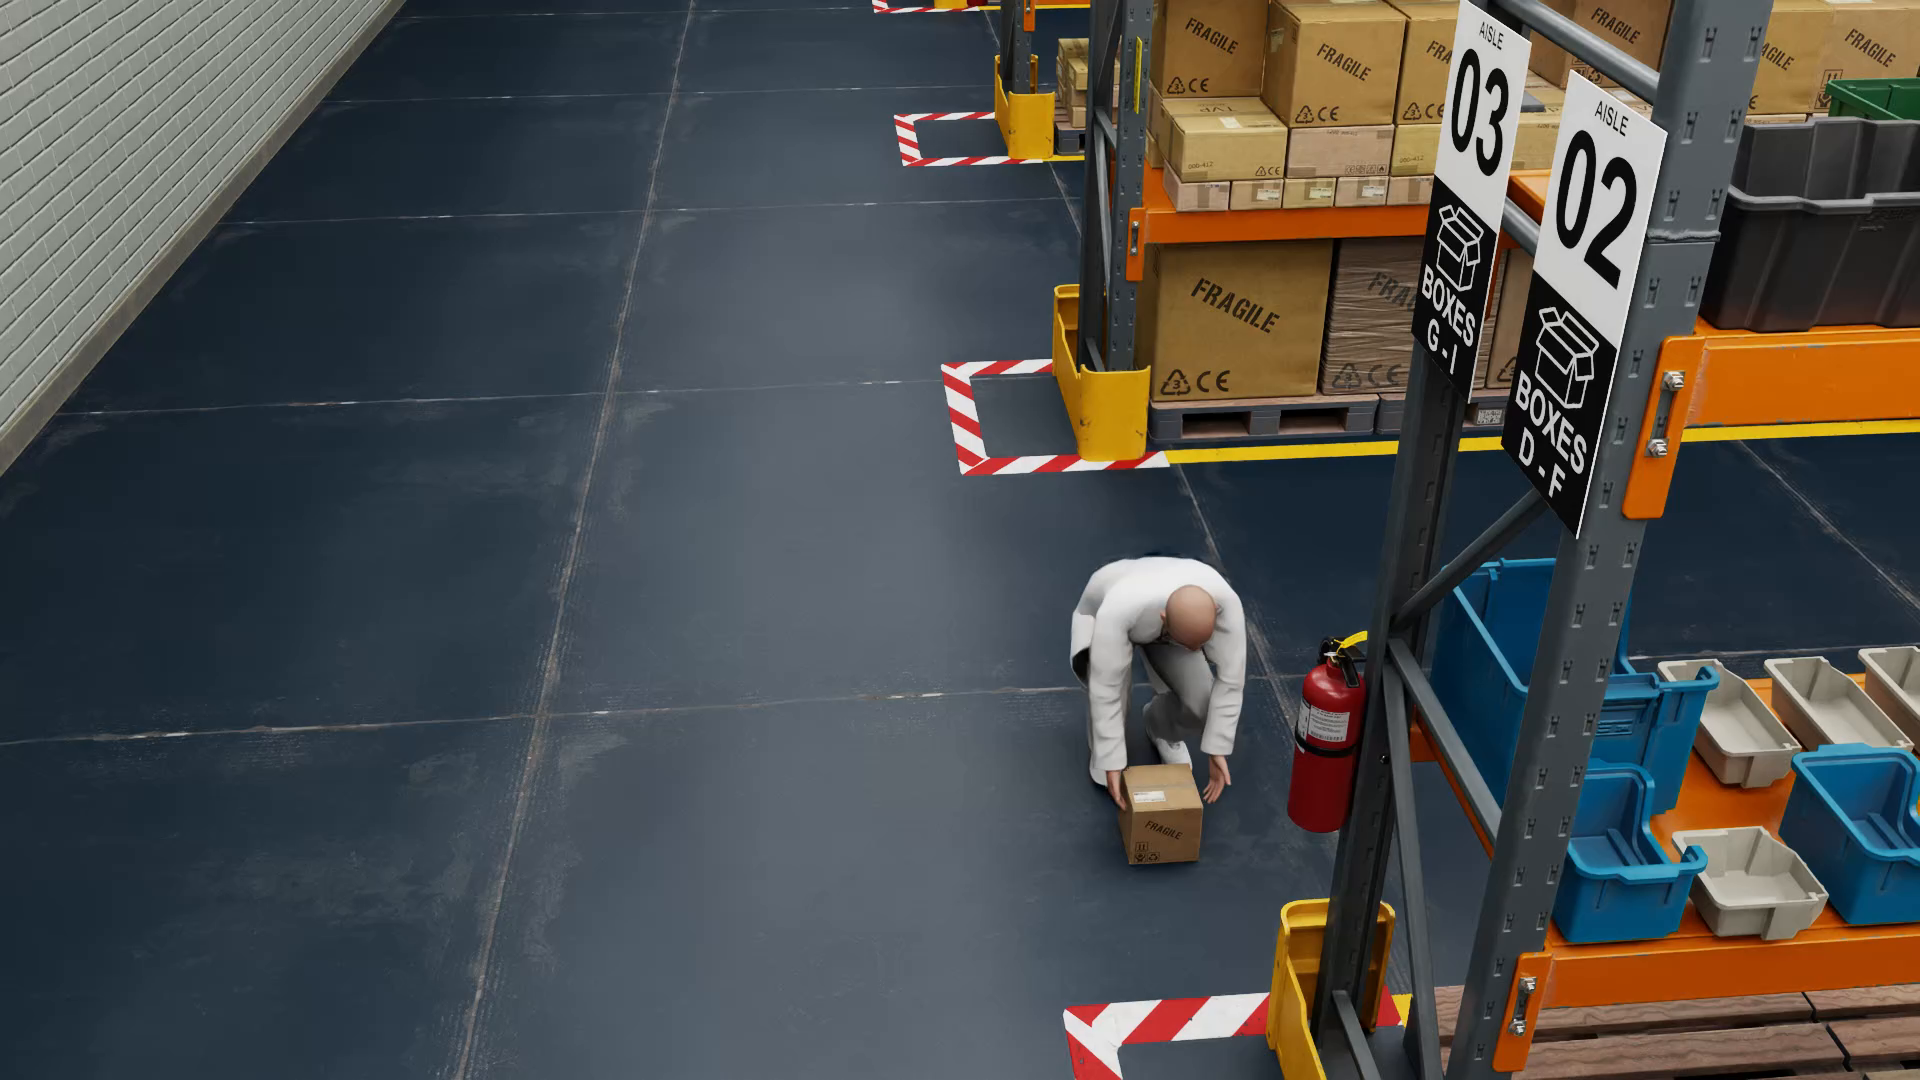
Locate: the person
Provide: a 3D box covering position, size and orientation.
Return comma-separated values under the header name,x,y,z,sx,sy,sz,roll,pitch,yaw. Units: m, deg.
name,x,y,z,sx,sy,sz,roll,pitch,yaw
person,0.712,0.451,6.128,0.607,1.024,0.894,-3,31,-5
